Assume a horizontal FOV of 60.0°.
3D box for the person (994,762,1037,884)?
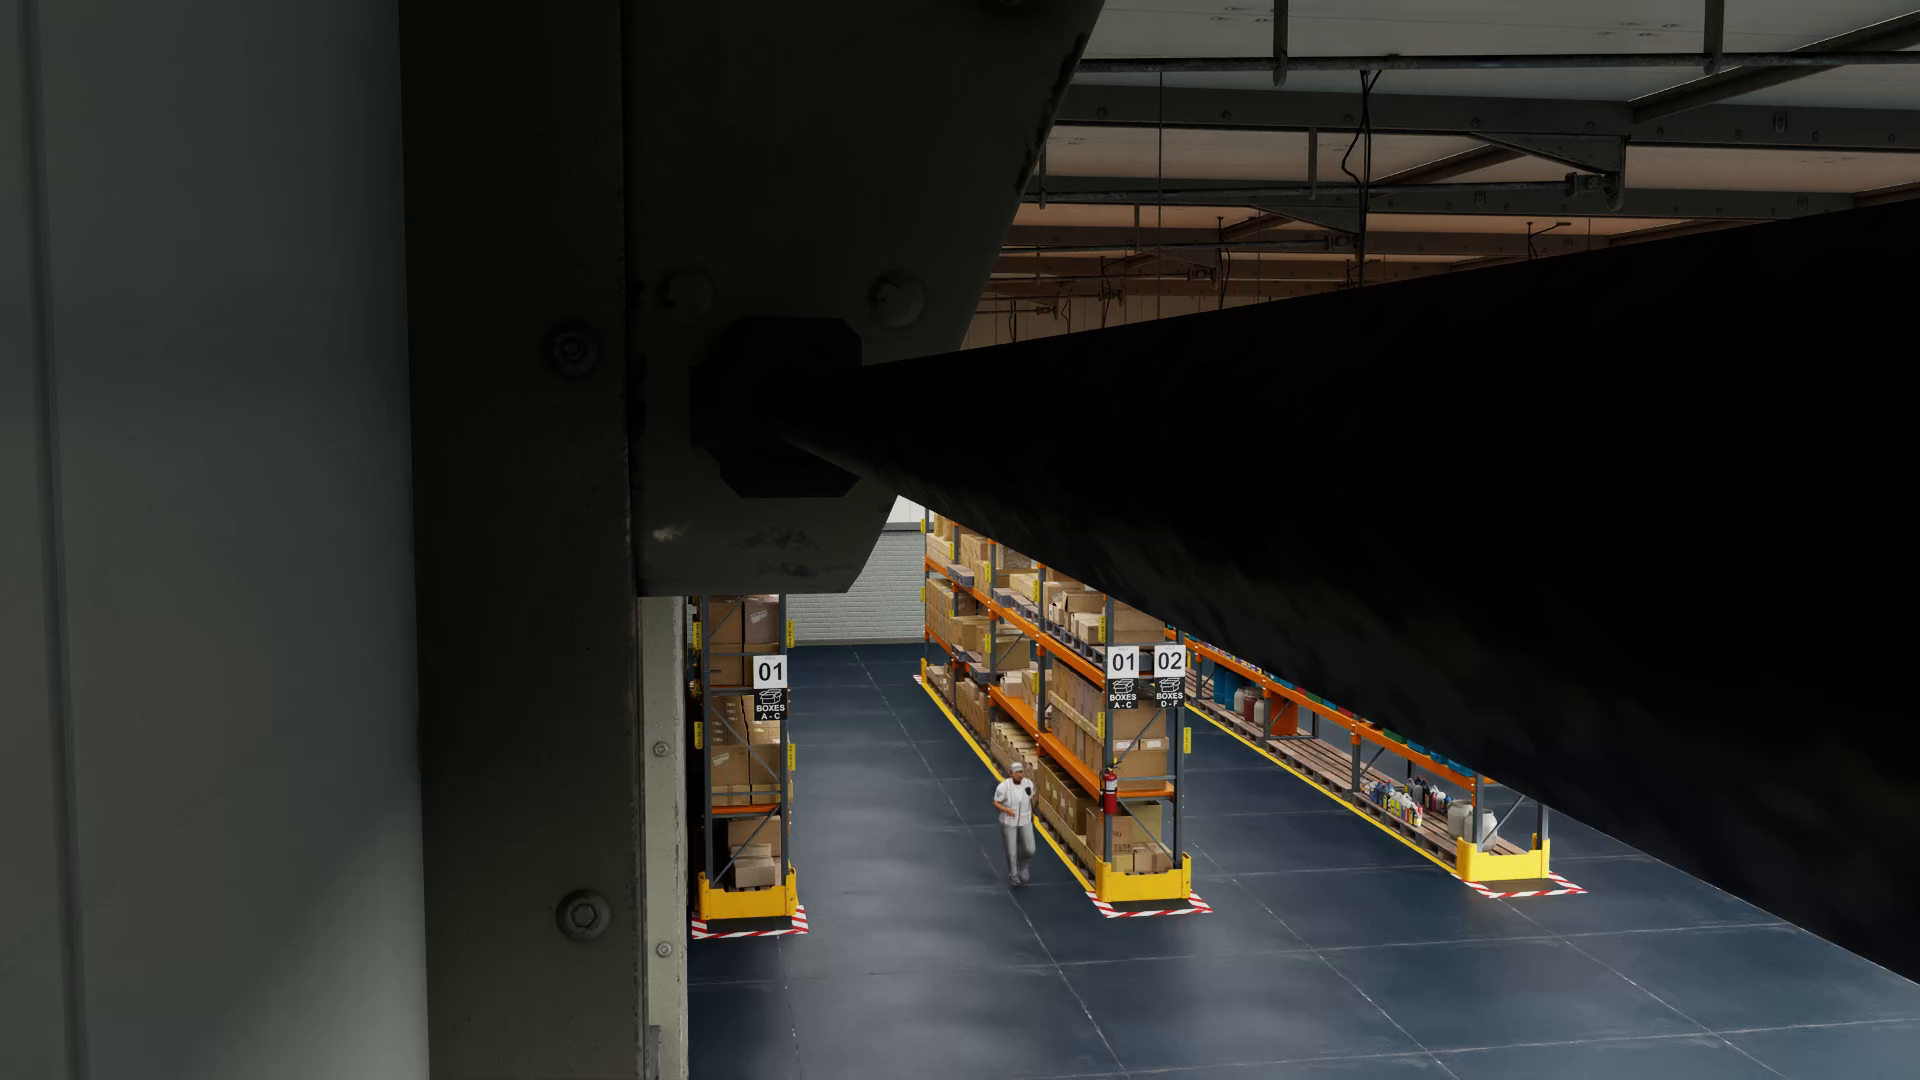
[{"bbox_3d":[0.736,3.648,21.359,0.611,1.613,0.630,-1,5,-11],"label":"person"}]
